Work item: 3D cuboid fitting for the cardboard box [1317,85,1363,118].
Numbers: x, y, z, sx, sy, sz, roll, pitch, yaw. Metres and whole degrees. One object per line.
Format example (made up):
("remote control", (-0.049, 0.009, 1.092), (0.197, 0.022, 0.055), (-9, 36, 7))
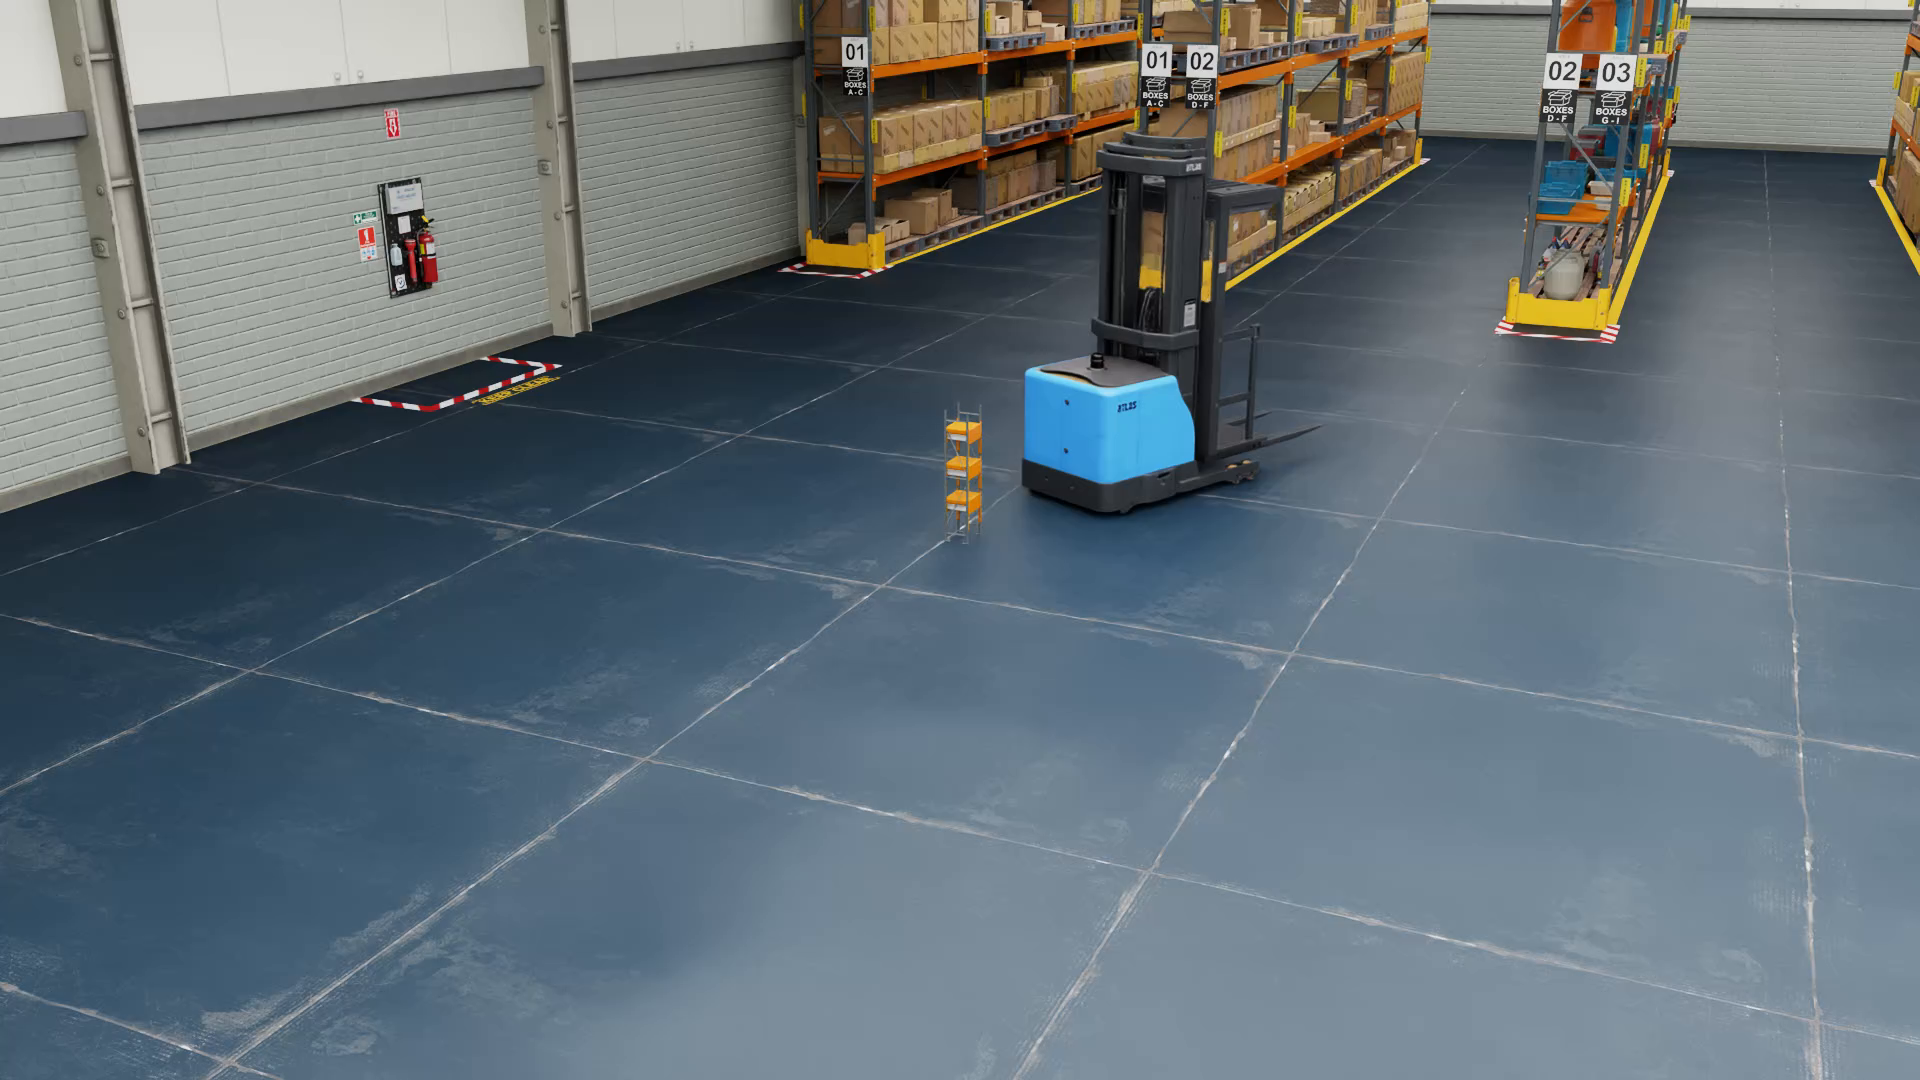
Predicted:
("cardboard box", (6.800, -7.878, 29.867), (0.700, 0.500, 0.500), (13, 23, 33))

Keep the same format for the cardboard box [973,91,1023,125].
("cardboard box", (0.654, -7.408, 28.516), (0.700, 0.500, 0.500), (12, 23, 30))

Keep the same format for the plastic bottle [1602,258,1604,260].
("plastic bottle", (8.629, -3.676, 22.242), (0.097, 0.271, 0.097), (0, 20, 0))

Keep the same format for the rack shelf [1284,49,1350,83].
("rack shelf", (5.277, -7.634, 26.556), (1.077, 0.370, 4.000), (9, 21, 23))

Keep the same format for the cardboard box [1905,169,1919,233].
("cardboard box", (15.434, -5.216, 25.702), (1.225, 0.875, 0.875), (8, 21, 20))

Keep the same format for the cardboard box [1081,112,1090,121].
("cardboard box", (2.219, -7.955, 31.206), (0.380, 0.149, 0.250), (9, 22, 24))

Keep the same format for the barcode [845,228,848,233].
("barcode", (-1.692, -4.609, 24.794), (0.001, 0.075, 0.075), (9, 21, 23))

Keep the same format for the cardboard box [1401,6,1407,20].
("cardboard box", (8.363, -10.240, 32.287), (0.500, 0.250, 0.500), (9, 21, 23))

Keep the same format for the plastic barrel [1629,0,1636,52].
("plastic barrel", (9.812, -7.685, 24.984), (0.600, 0.830, 0.708), (9, 21, 23))

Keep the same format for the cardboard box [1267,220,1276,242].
("cardboard box", (4.468, -4.679, 25.126), (0.500, 0.250, 0.500), (9, 21, 23))

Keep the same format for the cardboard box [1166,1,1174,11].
("cardboard box", (4.162, -11.147, 34.807), (0.500, 0.250, 0.500), (8, 21, 21))

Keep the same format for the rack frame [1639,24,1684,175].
("rack frame", (13.890, -8.936, 33.619), (1.000, 3.000, 0.127), (9, 21, 23))

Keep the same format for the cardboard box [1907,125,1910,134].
("cardboard box", (16.702, -7.132, 28.922), (0.380, 0.149, 0.250), (9, 21, 24))

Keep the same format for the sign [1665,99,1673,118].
("sign", (12.753, -7.768, 29.921), (0.100, 0.325, 0.005), (9, 21, 23))

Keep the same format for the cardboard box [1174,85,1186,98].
("cardboard box", (4.364, -10.055, 36.319), (0.980, 0.700, 0.700), (8, 21, 22))

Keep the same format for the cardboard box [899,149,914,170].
("cardboard box", (-1.011, -5.609, 24.459), (0.500, 0.250, 0.500), (8, 21, 21))

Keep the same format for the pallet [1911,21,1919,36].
("pallet", (18.114, -9.400, 30.579), (1.003, 0.211, 1.213), (9, 21, 23))

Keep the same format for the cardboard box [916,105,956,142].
("cardboard box", (-0.389, -6.426, 25.637), (0.500, 0.500, 0.500), (8, 21, 21))

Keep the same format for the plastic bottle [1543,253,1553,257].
("plastic bottle", (7.875, -3.706, 22.322), (0.152, 0.276, 0.135), (8, 21, 21))

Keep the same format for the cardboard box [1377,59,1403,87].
("cardboard box", (8.395, -9.175, 32.651), (0.500, 0.500, 0.500), (8, 21, 21))

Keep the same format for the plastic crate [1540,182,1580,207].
("plastic crate", (7.541, -4.367, 20.993), (0.499, 0.251, 0.408), (9, 21, 23))

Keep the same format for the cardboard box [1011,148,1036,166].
("cardboard box", (1.038, -6.840, 29.680), (0.500, 0.250, 0.500), (9, 21, 24))

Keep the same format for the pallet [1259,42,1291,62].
("pallet", (4.133, -7.056, 23.988), (1.003, 0.211, 1.213), (9, 21, 23))

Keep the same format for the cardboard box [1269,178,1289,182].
("cardboard box", (5.196, -5.901, 27.724), (0.500, 0.311, 0.500), (8, 21, 21))

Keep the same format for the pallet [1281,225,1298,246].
("pallet", (4.725, -4.865, 26.334), (1.003, 0.211, 1.213), (9, 21, 23))

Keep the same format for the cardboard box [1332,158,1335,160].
("cardboard box", (6.687, -6.838, 30.795), (0.500, 0.500, 0.500), (8, 21, 21))

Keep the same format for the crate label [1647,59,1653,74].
("crate label", (8.406, -5.915, 20.870), (0.502, 0.251, 0.408), (9, 21, 23))

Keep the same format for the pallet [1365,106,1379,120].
("pallet", (7.308, -8.074, 31.483), (1.003, 0.211, 1.213), (9, 21, 23))

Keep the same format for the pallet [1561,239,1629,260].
("pallet", (9.262, -4.199, 24.462), (1.003, 0.211, 1.213), (9, 21, 23))

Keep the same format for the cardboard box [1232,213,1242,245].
("cardboard box", (3.639, -4.423, 23.285), (0.500, 0.500, 0.500), (9, 21, 23))

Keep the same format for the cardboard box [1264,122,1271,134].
("cardboard box", (4.335, -6.033, 24.339), (0.380, 0.149, 0.250), (8, 21, 21))

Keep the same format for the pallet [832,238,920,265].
("pallet", (-1.304, -4.357, 24.906), (1.003, 0.211, 1.213), (9, 21, 23))

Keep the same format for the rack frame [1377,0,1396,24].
("rack frame", (7.734, -11.221, 31.090), (1.000, 3.000, 0.127), (9, 21, 23))

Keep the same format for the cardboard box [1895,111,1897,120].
("cardboard box", (17.858, -7.996, 31.351), (0.380, 0.149, 0.250), (8, 21, 22))

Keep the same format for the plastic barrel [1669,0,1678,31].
("plastic barrel", (12.063, -9.106, 28.713), (0.600, 0.588, 0.600), (0, 20, 0))

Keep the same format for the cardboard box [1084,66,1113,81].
("cardboard box", (2.621, -8.978, 31.995), (0.500, 0.250, 0.500), (8, 21, 22))

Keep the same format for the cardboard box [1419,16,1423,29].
("cardboard box", (9.188, -10.615, 34.087), (0.500, 0.250, 0.500), (9, 21, 23))

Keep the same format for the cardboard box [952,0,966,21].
("cardboard box", (-0.236, -8.208, 25.423), (0.500, 0.500, 0.500), (10, 22, 26))

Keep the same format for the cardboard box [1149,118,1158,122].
("cardboard box", (4.112, -9.150, 36.356), (0.380, 0.149, 0.250), (9, 21, 23))

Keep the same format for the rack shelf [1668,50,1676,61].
("rack shelf", (11.433, -8.176, 28.080), (1.077, 0.370, 4.000), (9, 21, 23))

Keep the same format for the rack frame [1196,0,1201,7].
("rack frame", (4.852, -13.122, 36.436), (1.000, 3.000, 0.127), (9, 21, 23))

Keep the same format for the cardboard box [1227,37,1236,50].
("cardboard box", (3.463, -6.620, 22.169), (0.380, 0.149, 0.250), (9, 21, 23))

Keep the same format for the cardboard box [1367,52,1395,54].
("cardboard box", (8.743, -9.875, 34.617), (0.500, 0.500, 0.500), (9, 21, 23))

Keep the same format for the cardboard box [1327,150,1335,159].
("cardboard box", (6.700, -7.203, 30.702), (0.500, 0.250, 0.500), (8, 21, 22))

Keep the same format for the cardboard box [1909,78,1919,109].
("cardboard box", (16.924, -7.786, 29.047), (0.500, 0.500, 0.500), (9, 21, 23))

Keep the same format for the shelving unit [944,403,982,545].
("shelving unit", (0.022, -0.511, 12.839), (0.215, 1.050, 0.252), (9, 21, 23))

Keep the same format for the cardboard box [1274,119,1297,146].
("cardboard box", (5.004, -6.389, 26.309), (0.500, 0.500, 0.500), (10, 22, 27))

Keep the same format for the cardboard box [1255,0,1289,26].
("cardboard box", (4.747, -8.025, 25.060), (0.500, 0.500, 0.500), (9, 21, 23))

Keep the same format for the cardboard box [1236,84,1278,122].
("cardboard box", (4.283, -6.470, 24.601), (0.700, 0.500, 0.500), (9, 21, 23))

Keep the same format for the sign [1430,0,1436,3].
("sign", (9.871, -11.365, 34.651), (0.100, 0.325, 0.005), (9, 21, 23))

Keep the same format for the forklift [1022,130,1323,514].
("forklift", (1.968, -1.982, 14.169), (3.031, 2.935, 1.130), (-16, 25, -38))

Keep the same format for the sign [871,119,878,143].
("sign", (-1.205, -5.738, 23.334), (0.100, 0.325, 0.005), (9, 21, 23))

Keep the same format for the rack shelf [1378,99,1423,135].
("rack shelf", (8.553, -8.666, 33.935), (1.077, 0.370, 4.000), (9, 21, 23))

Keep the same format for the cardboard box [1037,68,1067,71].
("cardboard box", (1.740, -8.732, 31.303), (0.500, 0.250, 0.500), (8, 21, 21))

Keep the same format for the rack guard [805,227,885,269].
("rack guard", (-1.669, -4.250, 24.172), (1.175, 0.500, 0.348), (9, 21, 23))
